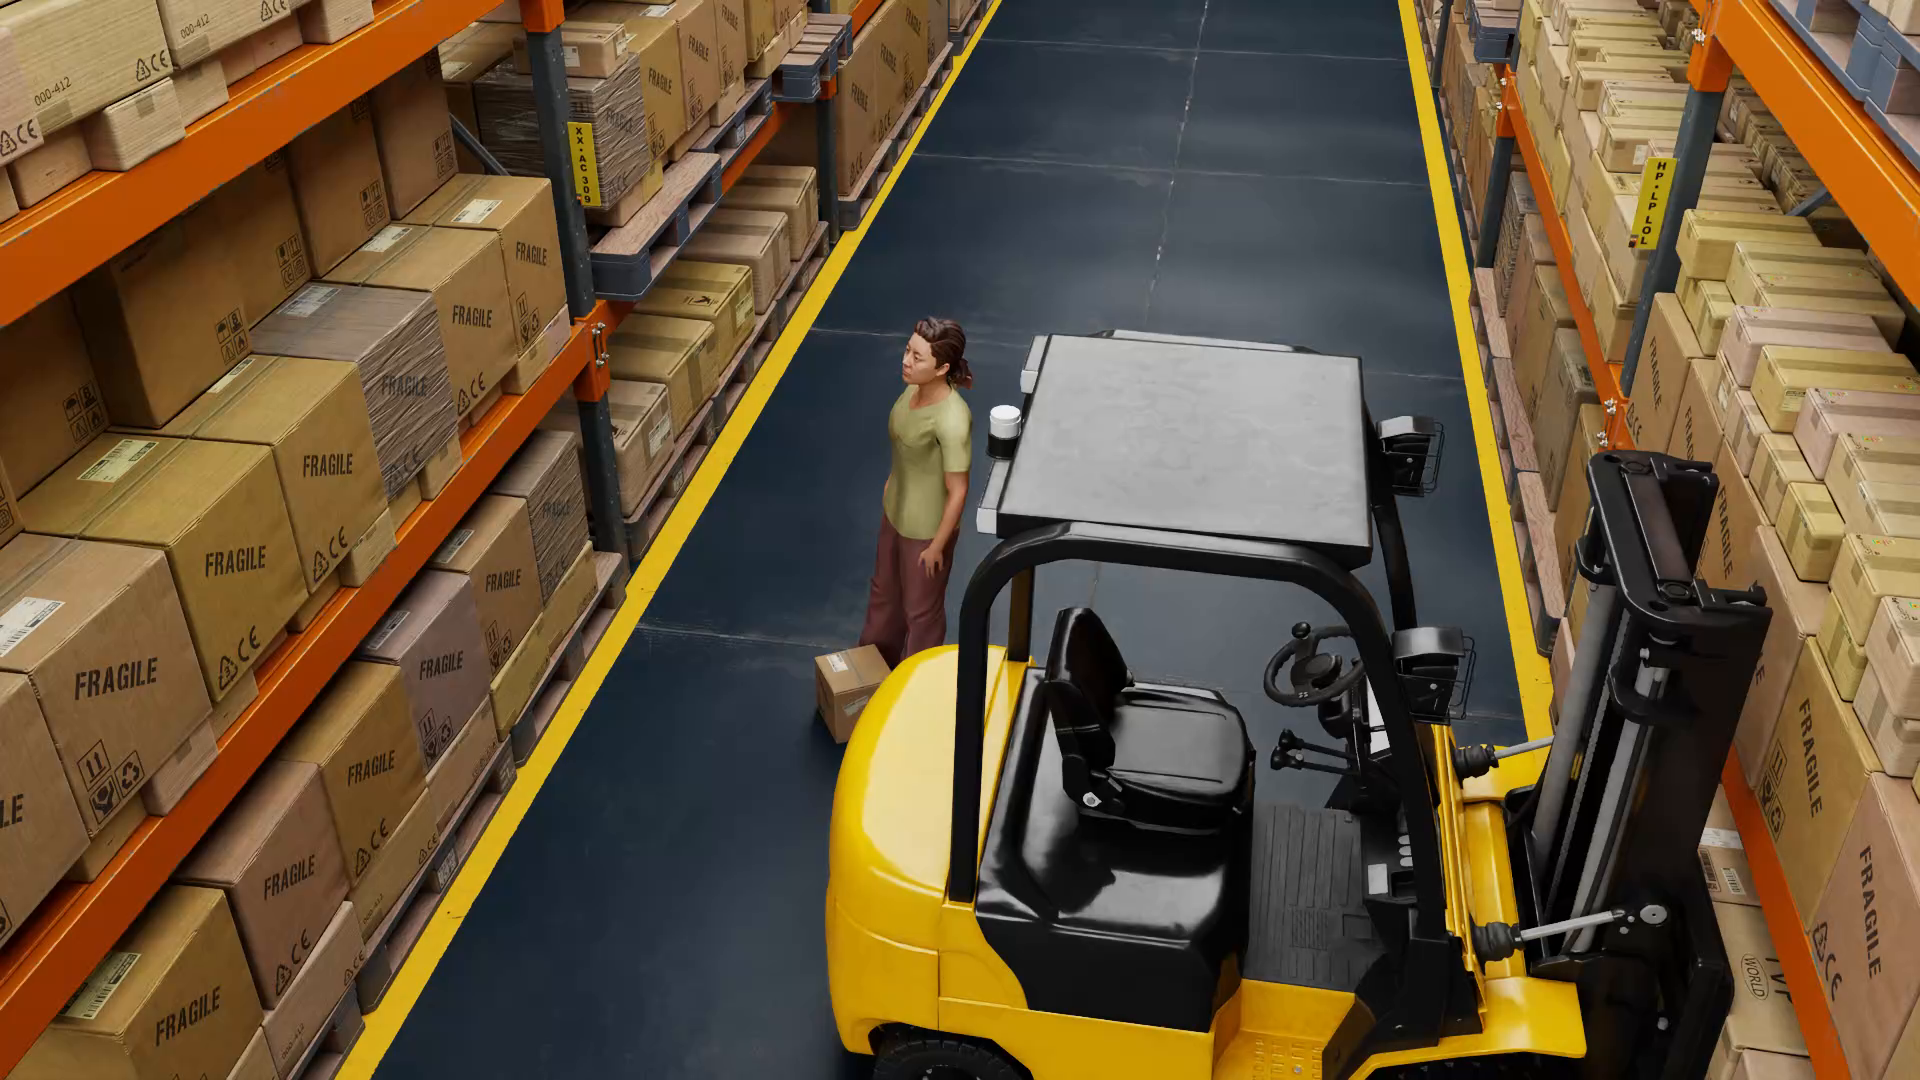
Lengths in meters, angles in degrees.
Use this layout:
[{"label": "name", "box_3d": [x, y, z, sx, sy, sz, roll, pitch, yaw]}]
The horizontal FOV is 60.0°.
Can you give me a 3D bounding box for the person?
[{"label": "person", "box_3d": [-0.216, -0.063, 6.221, 0.549, 1.675, 0.555, -11, 34, -16]}]
